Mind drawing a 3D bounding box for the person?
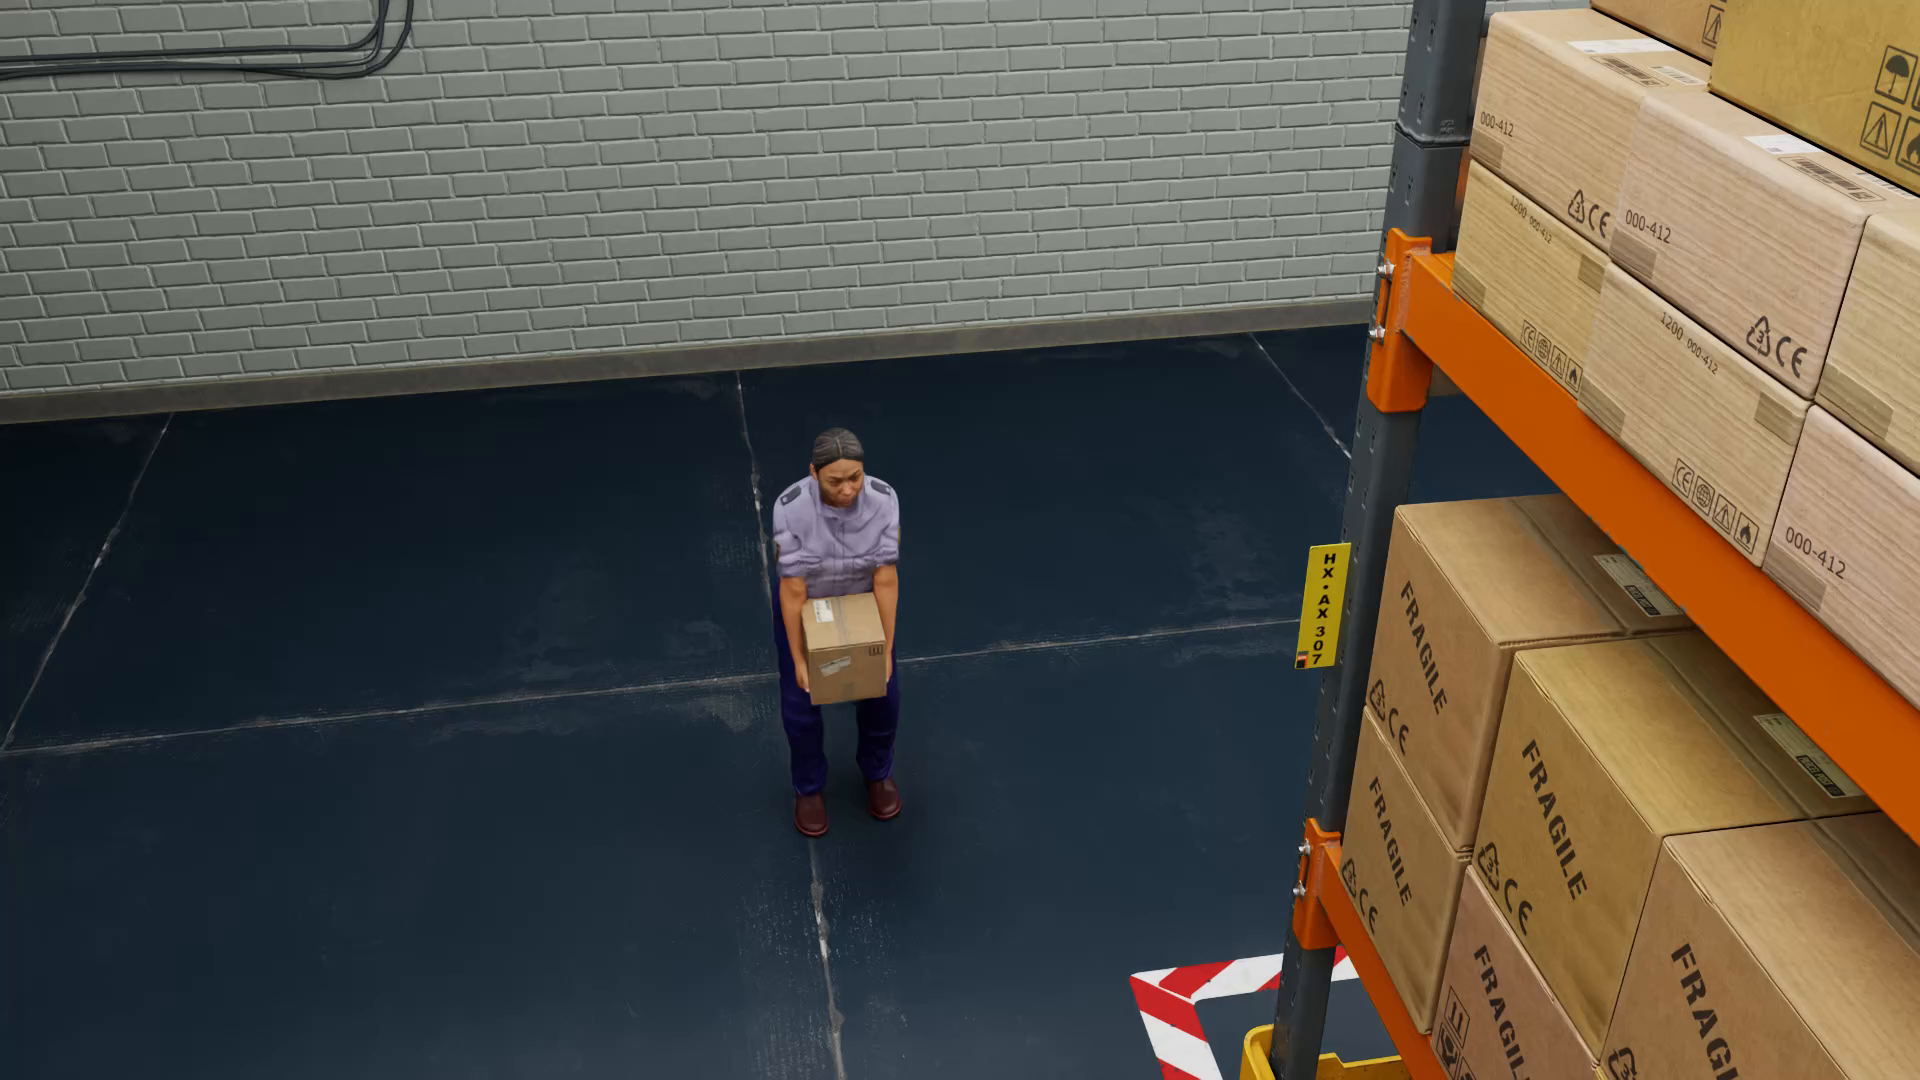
[{"bbox_3d":[-0.414,0.301,5.689,0.434,1.610,0.567,-6,31,-10],"label":"person"}]
